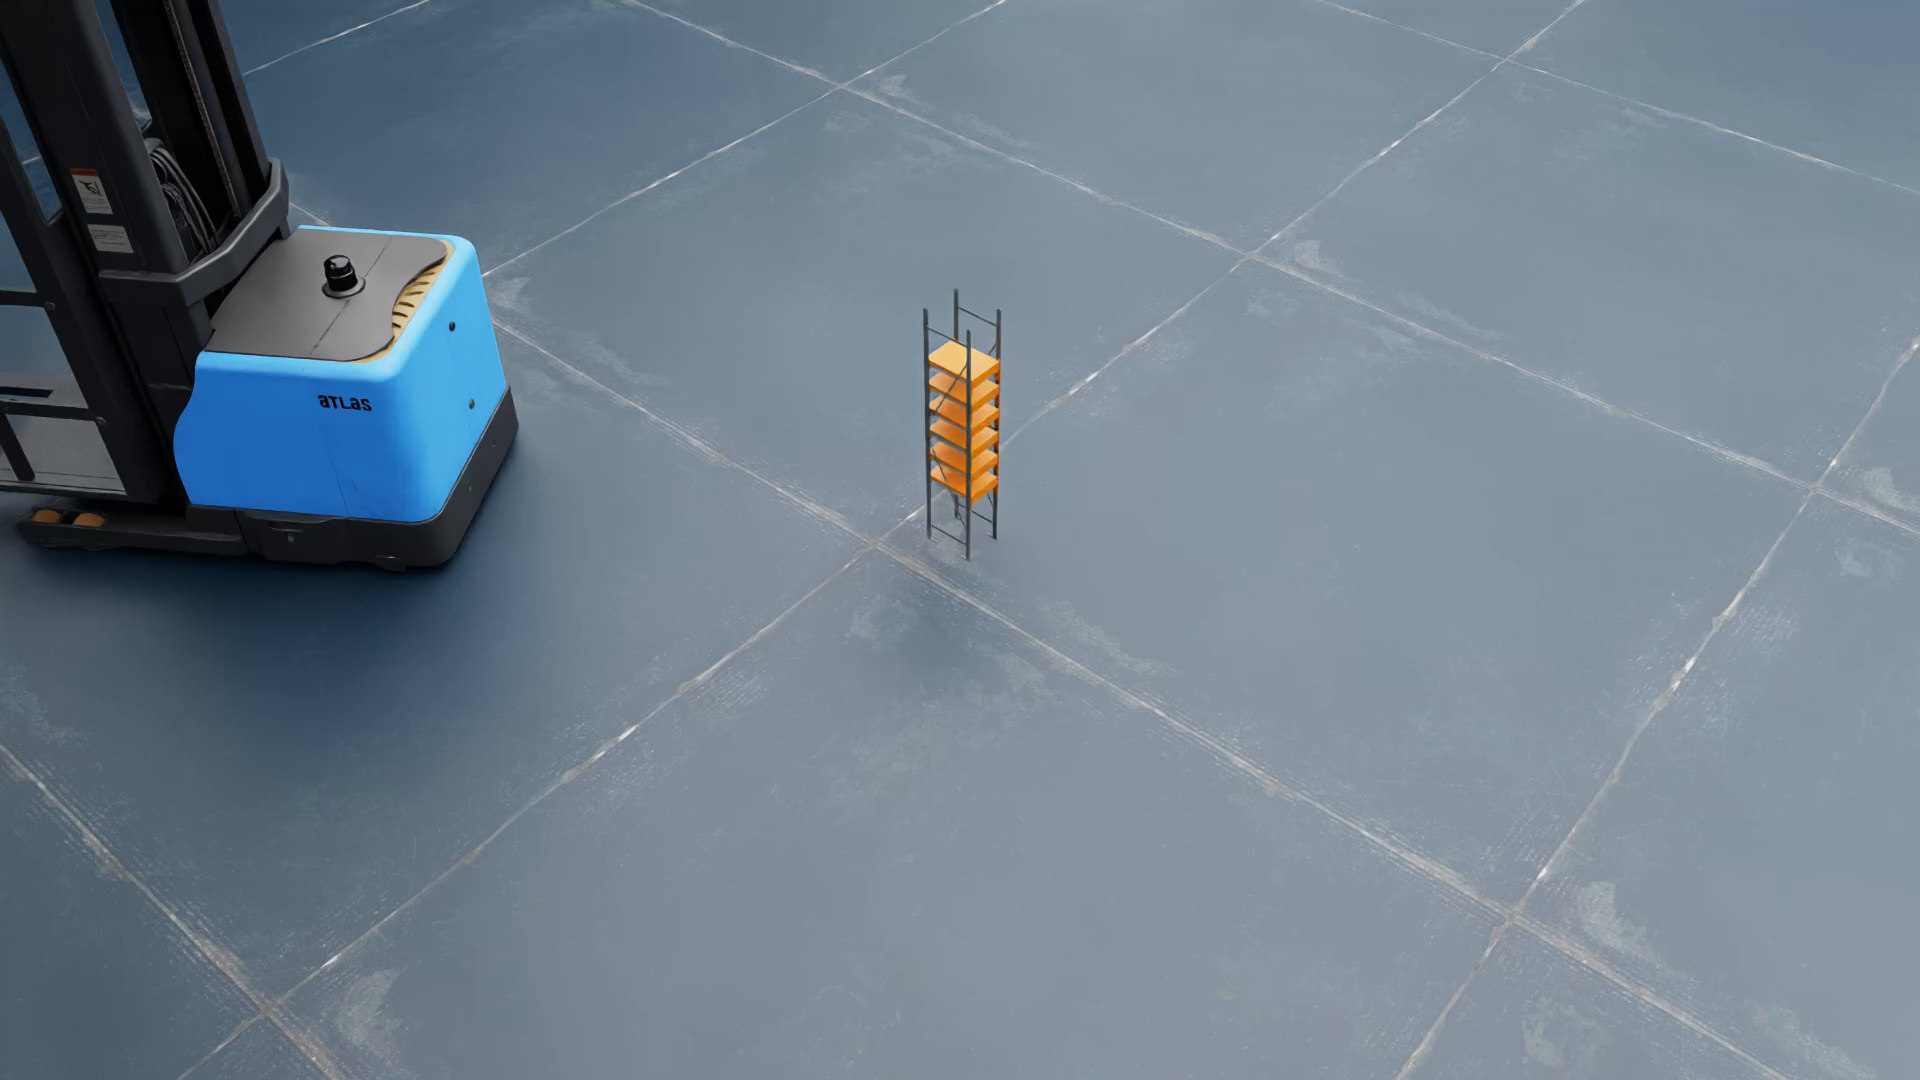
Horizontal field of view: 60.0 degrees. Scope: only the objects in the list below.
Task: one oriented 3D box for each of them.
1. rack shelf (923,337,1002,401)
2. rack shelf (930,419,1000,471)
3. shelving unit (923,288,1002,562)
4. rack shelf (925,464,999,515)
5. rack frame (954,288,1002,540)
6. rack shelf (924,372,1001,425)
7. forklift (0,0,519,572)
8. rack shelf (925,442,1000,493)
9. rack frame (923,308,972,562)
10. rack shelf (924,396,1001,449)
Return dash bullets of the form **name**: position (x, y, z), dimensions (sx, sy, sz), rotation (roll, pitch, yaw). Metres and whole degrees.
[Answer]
- **rack shelf**: position (0.009, -0.685, 6.642), dimensions (0.258, 0.103, 0.180), rotation (29, 50, 28)
- **rack shelf**: position (0.009, -0.419, 6.884), dimensions (0.258, 0.103, 0.180), rotation (29, 50, 28)
- **shelving unit**: position (0.009, -0.451, 6.855), dimensions (0.258, 1.200, 0.189), rotation (29, 50, 28)
- **rack shelf**: position (0.009, -0.241, 7.046), dimensions (0.258, 0.103, 0.180), rotation (29, 50, 28)
- **rack frame**: position (0.068, -0.498, 6.906), dimensions (0.240, 1.200, 0.006), rotation (29, 50, 28)
- **rack shelf**: position (0.009, -0.596, 6.723), dimensions (0.258, 0.103, 0.180), rotation (29, 50, 28)
- **forklift**: position (-3.603, -1.385, 6.595), dimensions (3.031, 2.935, 1.130), rotation (5, 42, 5)
- **rack shelf**: position (0.009, -0.330, 6.965), dimensions (0.258, 0.103, 0.180), rotation (29, 50, 28)
- **rack frame**: position (-0.050, -0.404, 6.803), dimensions (0.240, 1.200, 0.006), rotation (29, 50, 28)
- **rack shelf**: position (0.009, -0.507, 6.804), dimensions (0.258, 0.103, 0.180), rotation (29, 50, 28)
